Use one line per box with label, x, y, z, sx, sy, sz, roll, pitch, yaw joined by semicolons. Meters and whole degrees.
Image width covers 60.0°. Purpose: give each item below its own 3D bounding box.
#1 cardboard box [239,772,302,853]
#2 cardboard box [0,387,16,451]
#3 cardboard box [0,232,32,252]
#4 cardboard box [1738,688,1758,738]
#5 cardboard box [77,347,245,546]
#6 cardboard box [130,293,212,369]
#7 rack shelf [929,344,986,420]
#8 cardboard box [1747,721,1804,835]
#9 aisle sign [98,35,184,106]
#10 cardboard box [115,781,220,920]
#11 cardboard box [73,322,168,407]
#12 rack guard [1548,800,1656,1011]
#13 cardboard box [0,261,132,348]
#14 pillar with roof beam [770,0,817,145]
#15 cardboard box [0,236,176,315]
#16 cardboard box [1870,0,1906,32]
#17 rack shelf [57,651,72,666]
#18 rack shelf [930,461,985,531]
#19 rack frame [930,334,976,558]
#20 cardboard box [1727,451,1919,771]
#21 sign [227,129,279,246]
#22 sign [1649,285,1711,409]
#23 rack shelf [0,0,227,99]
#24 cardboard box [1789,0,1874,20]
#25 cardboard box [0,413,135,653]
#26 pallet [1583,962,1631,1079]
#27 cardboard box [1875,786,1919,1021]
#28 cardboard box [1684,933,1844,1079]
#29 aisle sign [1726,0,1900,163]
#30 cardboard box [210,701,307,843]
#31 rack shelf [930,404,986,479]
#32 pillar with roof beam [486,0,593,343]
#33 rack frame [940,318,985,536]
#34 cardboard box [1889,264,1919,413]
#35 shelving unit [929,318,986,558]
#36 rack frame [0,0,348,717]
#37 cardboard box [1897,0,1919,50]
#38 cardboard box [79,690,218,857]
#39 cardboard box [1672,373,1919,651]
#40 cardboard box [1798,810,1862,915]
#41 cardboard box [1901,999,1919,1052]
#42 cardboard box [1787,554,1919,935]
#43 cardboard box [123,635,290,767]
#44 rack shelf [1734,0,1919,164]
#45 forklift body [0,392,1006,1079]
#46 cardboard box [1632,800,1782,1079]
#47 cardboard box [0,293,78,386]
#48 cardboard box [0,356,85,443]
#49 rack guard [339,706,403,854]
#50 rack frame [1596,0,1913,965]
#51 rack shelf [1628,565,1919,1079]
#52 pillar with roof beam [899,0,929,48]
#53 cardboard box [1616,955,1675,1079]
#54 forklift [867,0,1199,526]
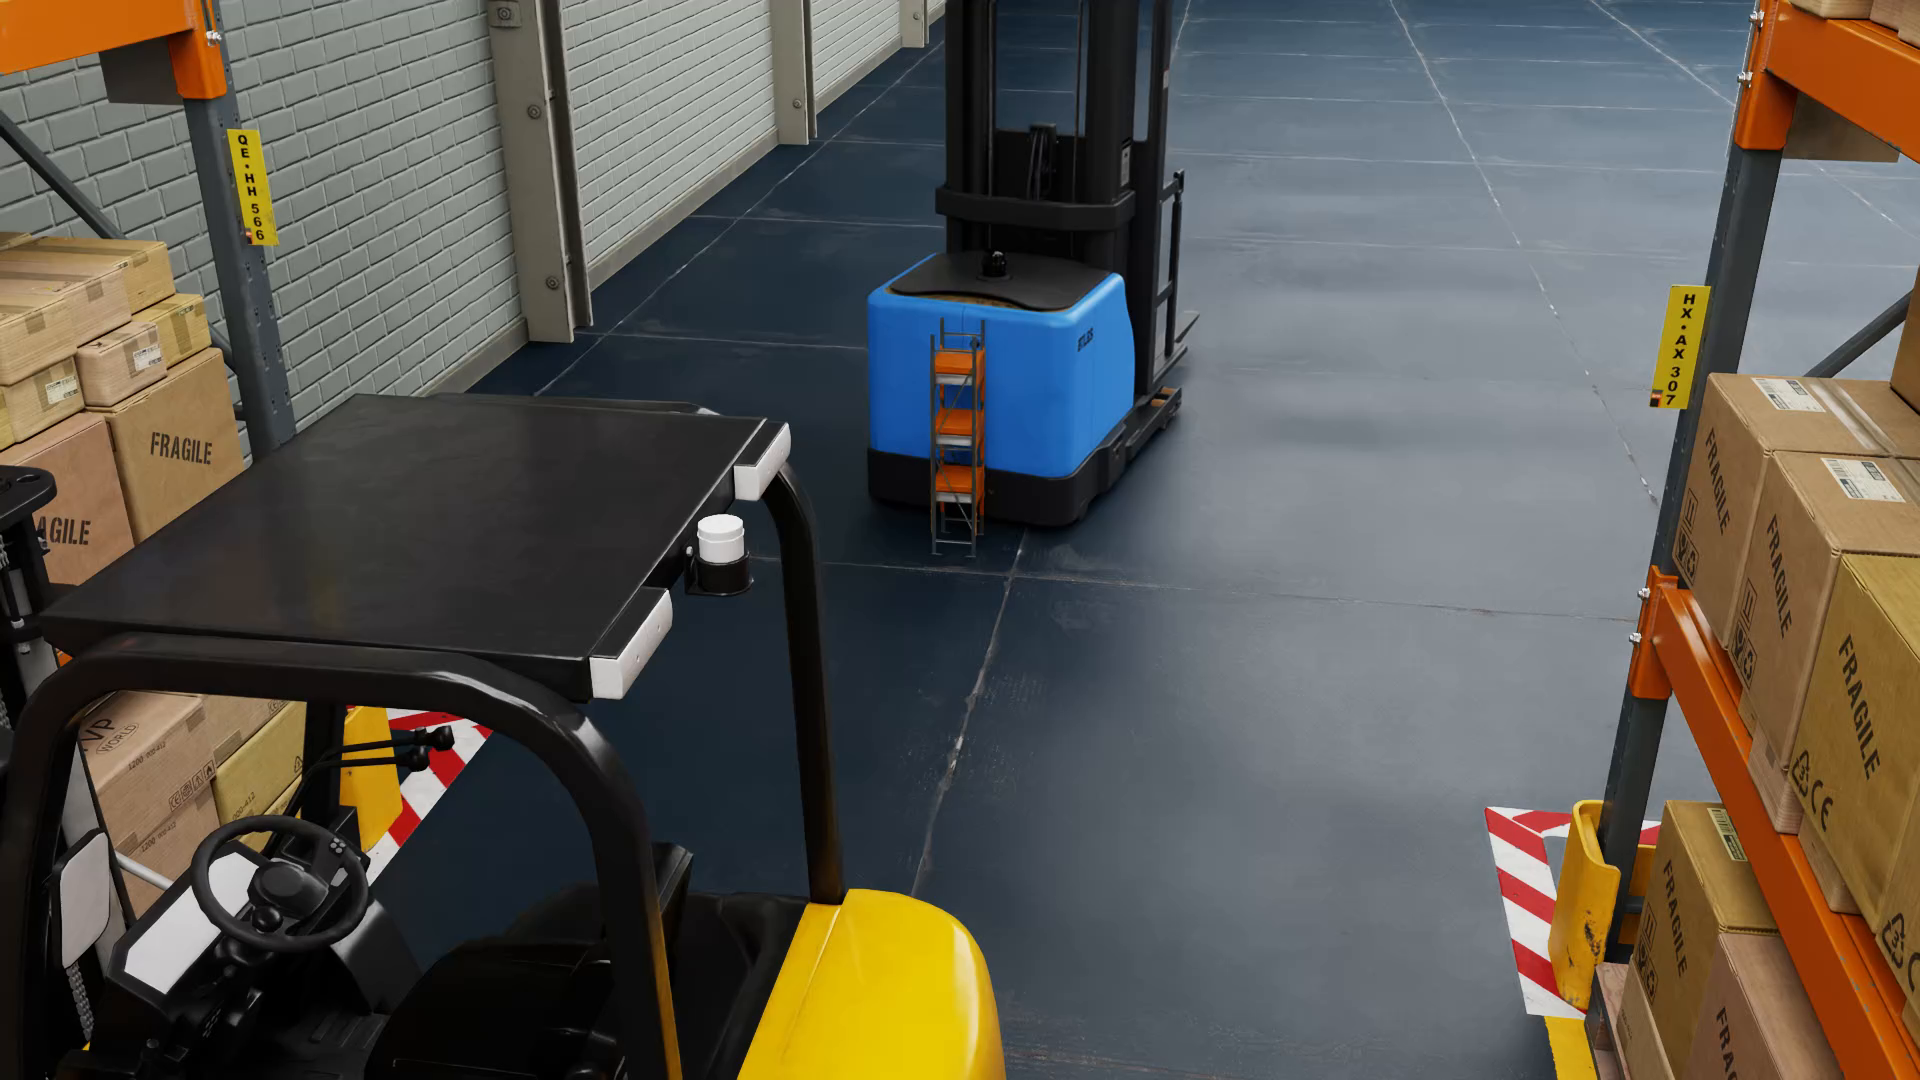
cardboard box;-2.291;0.872;5.098;0.500;0.250;0.500;4;25;9
cardboard box;-2.474;-0.261;3.885;0.380;0.149;0.250;4;25;8
cardboard box;-2.792;-0.750;4.580;0.380;0.149;0.250;4;25;8
cardboard box;1.961;0.394;3.667;0.380;0.149;0.250;3;25;7
cardboard box;-2.348;-0.223;4.571;0.500;0.500;0.500;3;25;7
cardboard box;-2.307;-0.577;4.560;0.380;0.149;0.250;4;25;9
rack shelf;-0.009;-0.701;7.364;0.215;0.259;0.240;4;25;9
cardboard box;1.874;0.497;3.447;0.380;0.149;0.250;4;25;9
aisle sign;-2.226;-1.586;4.535;0.394;0.787;0.004;4;25;9
cardboard box;-2.390;0.861;4.531;0.500;0.250;0.500;4;25;8
cardboard box;-2.319;-0.468;4.328;0.380;0.149;0.250;4;25;9
rack guard;2.359;1.104;4.801;1.175;0.500;0.348;4;25;9
cardboard box;-2.387;-0.606;4.272;0.380;0.149;0.250;4;25;9
pillar with roof beam;2.679;-7.611;13.395;9.100;9.000;0.400;4;25;9
cardboard box;-2.377;-0.711;4.497;0.380;0.149;0.250;4;25;9
cardboard box;2.042;-1.072;3.260;0.380;0.149;0.250;3;25;7
rack shelf;-2.853;0.760;3.436;1.077;0.370;4.000;4;25;9
rack shelf;-0.009;-0.192;7.602;0.215;0.259;0.240;4;25;9
rack frame;-0.029;-0.402;7.371;0.200;1.050;0.008;4;25;9
cardboard box;1.939;0.156;3.409;0.500;0.500;0.500;5;26;10
sign;-1.993;-0.990;4.682;0.100;0.325;0.005;4;25;9
sign;1.836;-0.489;4.236;0.100;0.325;0.005;4;25;9
rack shelf;-2.853;-0.598;2.800;1.077;0.370;4.000;4;25;9
cardboard box;1.997;-1.188;3.508;0.380;0.149;0.250;4;25;9
cardboard box;-2.442;-0.007;4.108;0.500;0.500;0.500;5;26;10
pallet;2.191;1.572;4.142;1.003;0.211;1.213;4;25;9
cardboard box;1.782;0.583;2.498;0.500;0.500;0.500;4;25;7
cardboard box;1.882;1.203;3.505;0.500;0.500;0.500;3;25;7
aisle sign;2.076;-1.284;3.889;0.394;0.787;0.004;4;25;9
cardboard box;-2.297;0.652;4.977;0.500;0.250;0.500;4;25;8
rack shelf;-0.009;-0.444;7.484;0.215;0.259;0.240;4;25;9
pillar with roof beam;1.698;-5.101;8.034;9.100;9.000;0.400;4;25;9
rack frame;0.011;-0.504;7.589;0.200;1.050;0.008;4;25;9
cardboard box;2.503;-0.464;3.554;0.700;0.500;0.500;3;25;7
shelving unit;-0.009;-0.453;7.480;0.215;1.050;0.252;4;25;9
rack frame;-2.526;-0.402;5.070;1.000;3.000;0.127;4;25;9
cardboard box;1.965;-0.964;3.029;0.380;0.149;0.250;5;25;10
cardboard box;-2.372;0.629;4.438;0.500;0.250;0.500;4;25;9
cardboard box;2.020;-0.061;3.873;0.500;0.500;0.500;4;25;8
cardboard box;1.865;0.607;3.211;0.380;0.149;0.250;5;25;10
cardboard box;1.809;0.830;2.734;0.380;0.149;0.250;3;25;7
cardboard box;1.857;0.369;2.954;0.500;0.500;0.500;4;25;7
cardboard box;-2.294;0.415;4.895;0.500;0.250;0.500;5;26;10
rack shelf;2.044;-0.256;2.069;1.077;0.370;4.000;4;25;9
forklift body;-1.036;0.902;3.286;2.313;2.155;1.214;4;25;9
cardboard box;1.963;0.984;3.973;0.500;0.500;0.500;3;25;7
cardboard box;-2.403;-0.495;4.035;0.380;0.149;0.250;5;25;10
cardboard box;-2.422;-0.363;4.105;0.380;0.149;0.250;4;25;10
rack guard;-2.522;0.720;5.622;1.175;0.500;0.348;4;25;9
rack frame;2.371;-0.060;4.339;1.000;3.000;0.127;4;25;9
rack shelf;2.044;1.103;2.705;1.077;0.370;4.000;4;25;9
pillar with roof beam;3.660;-10.120;18.756;9.100;9.000;0.400;4;25;9
cardboard box;1.967;1.314;4.153;0.500;0.250;0.500;4;25;8
forklift;0.582;-1.988;8.541;1.130;2.935;3.031;10;27;20
